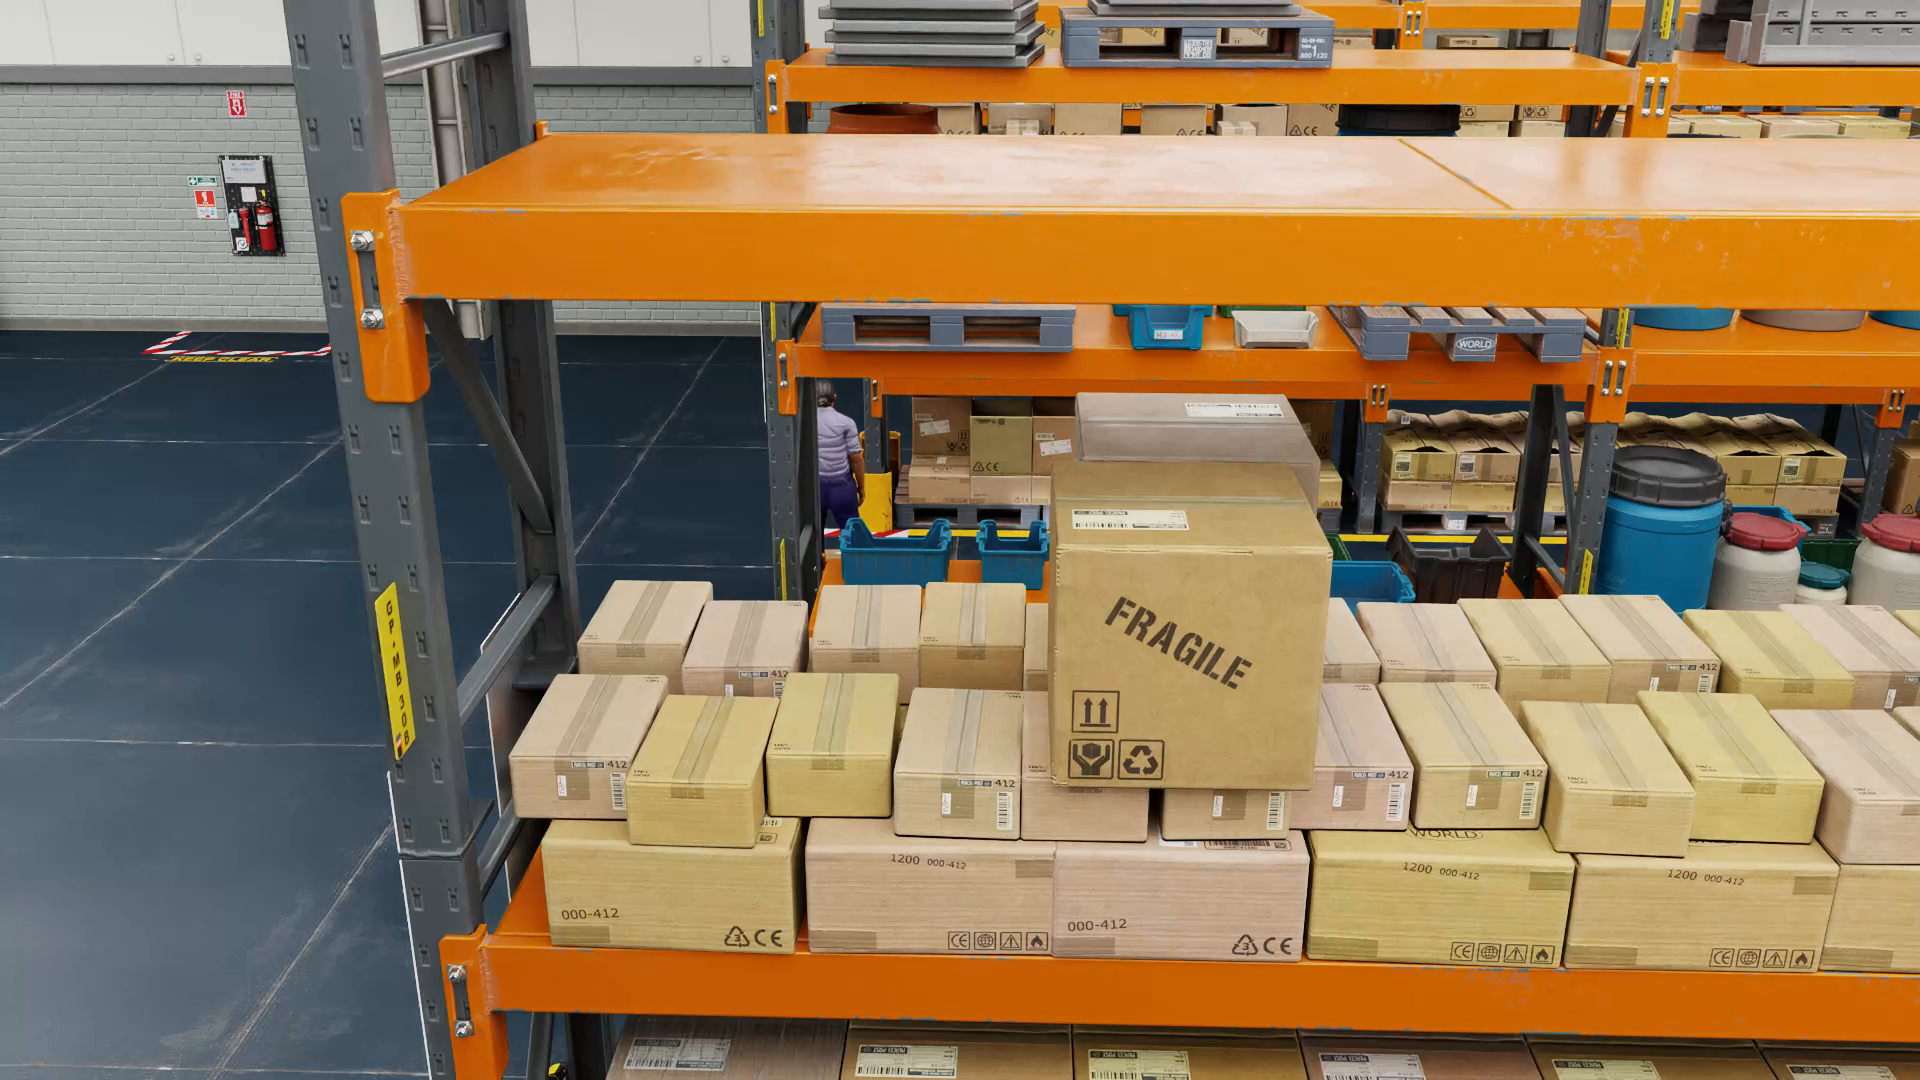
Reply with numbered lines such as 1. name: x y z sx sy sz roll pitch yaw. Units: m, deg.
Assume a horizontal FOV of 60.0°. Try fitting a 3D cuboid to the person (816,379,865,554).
1. person: -0.933 -0.340 11.980 0.563 1.653 0.370 0 21 -1
